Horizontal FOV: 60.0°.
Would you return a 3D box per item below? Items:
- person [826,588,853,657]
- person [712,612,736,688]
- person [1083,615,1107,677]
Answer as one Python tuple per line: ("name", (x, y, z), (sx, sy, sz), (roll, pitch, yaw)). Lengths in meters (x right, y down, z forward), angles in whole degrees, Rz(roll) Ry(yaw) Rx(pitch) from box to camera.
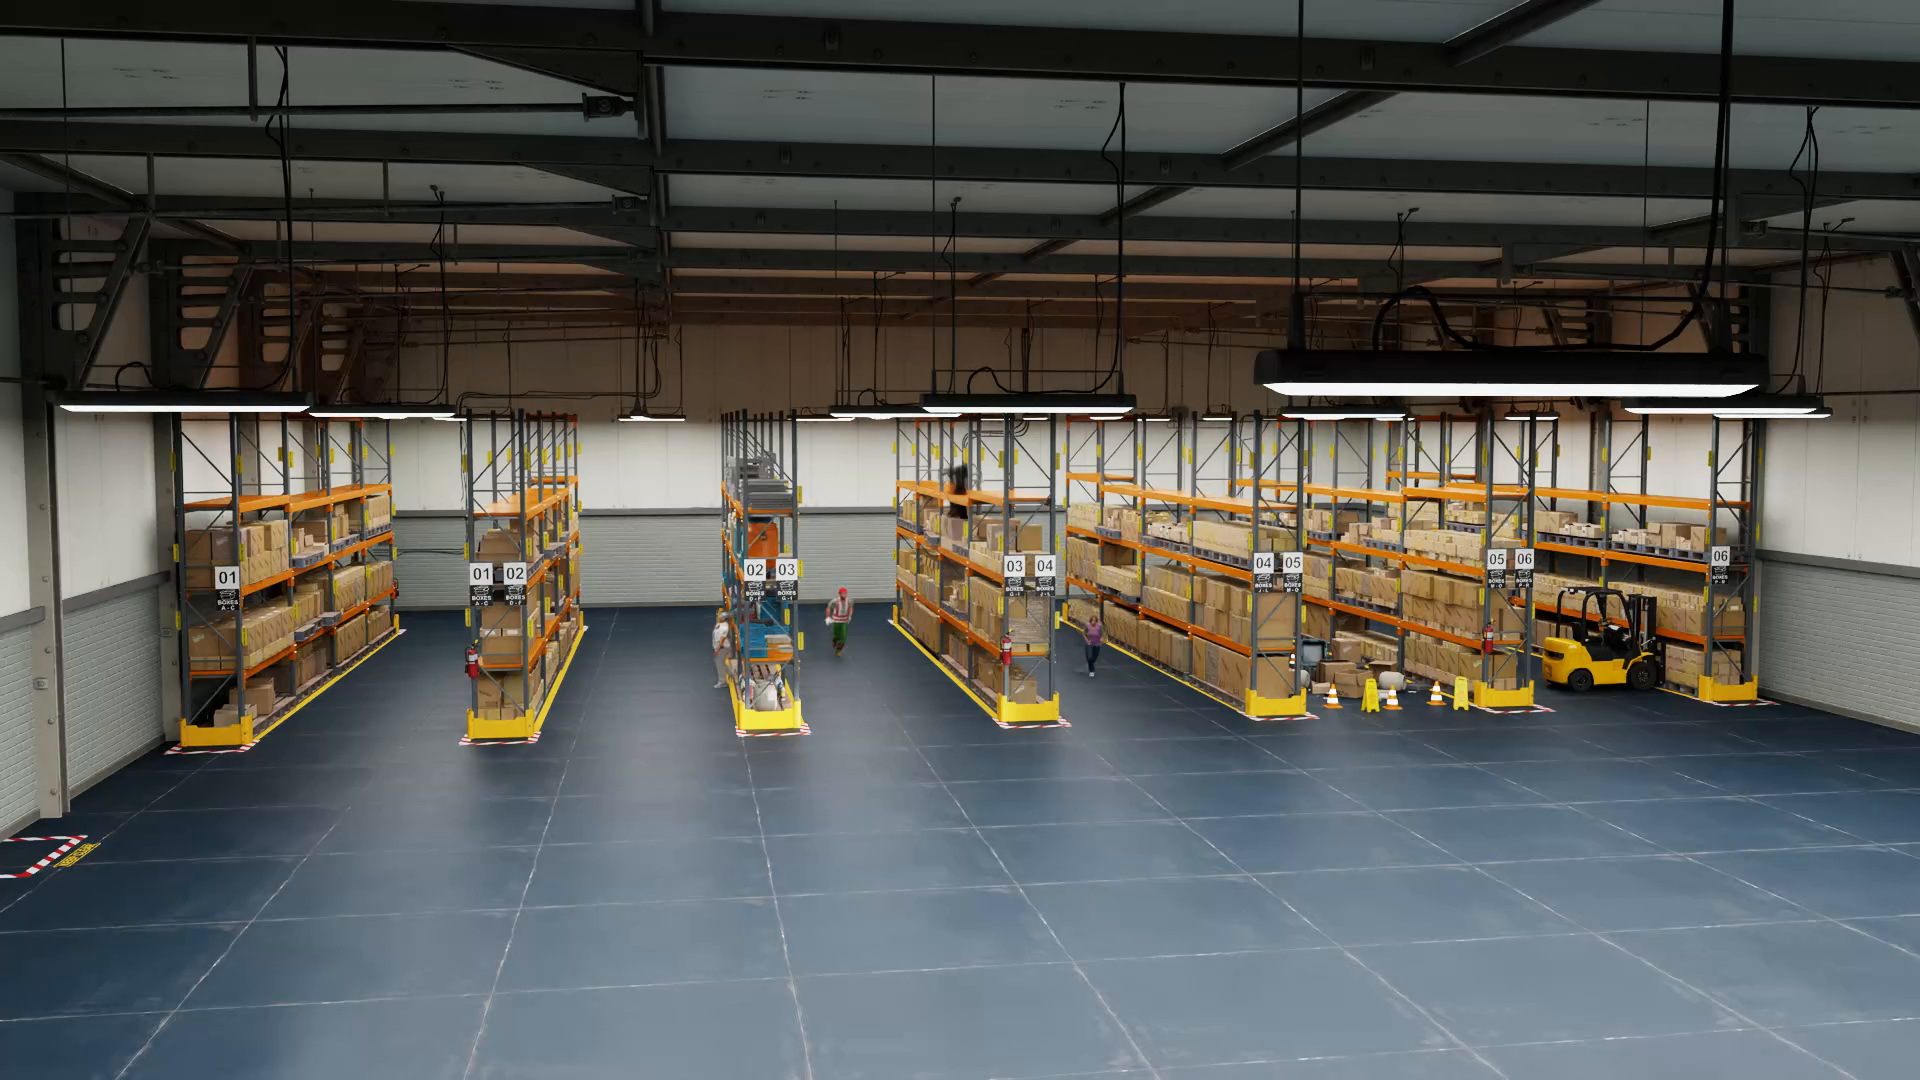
("person", (-2.961, 2.016, 40.930), (0.664, 1.716, 0.699), (-2, 5, -28))
("person", (-5.155, 2.376, 36.307), (0.580, 1.647, 0.684), (-2, 4, -22))
("person", (3.042, 2.388, 37.561), (0.563, 1.436, 0.780), (0, 4, -1))
